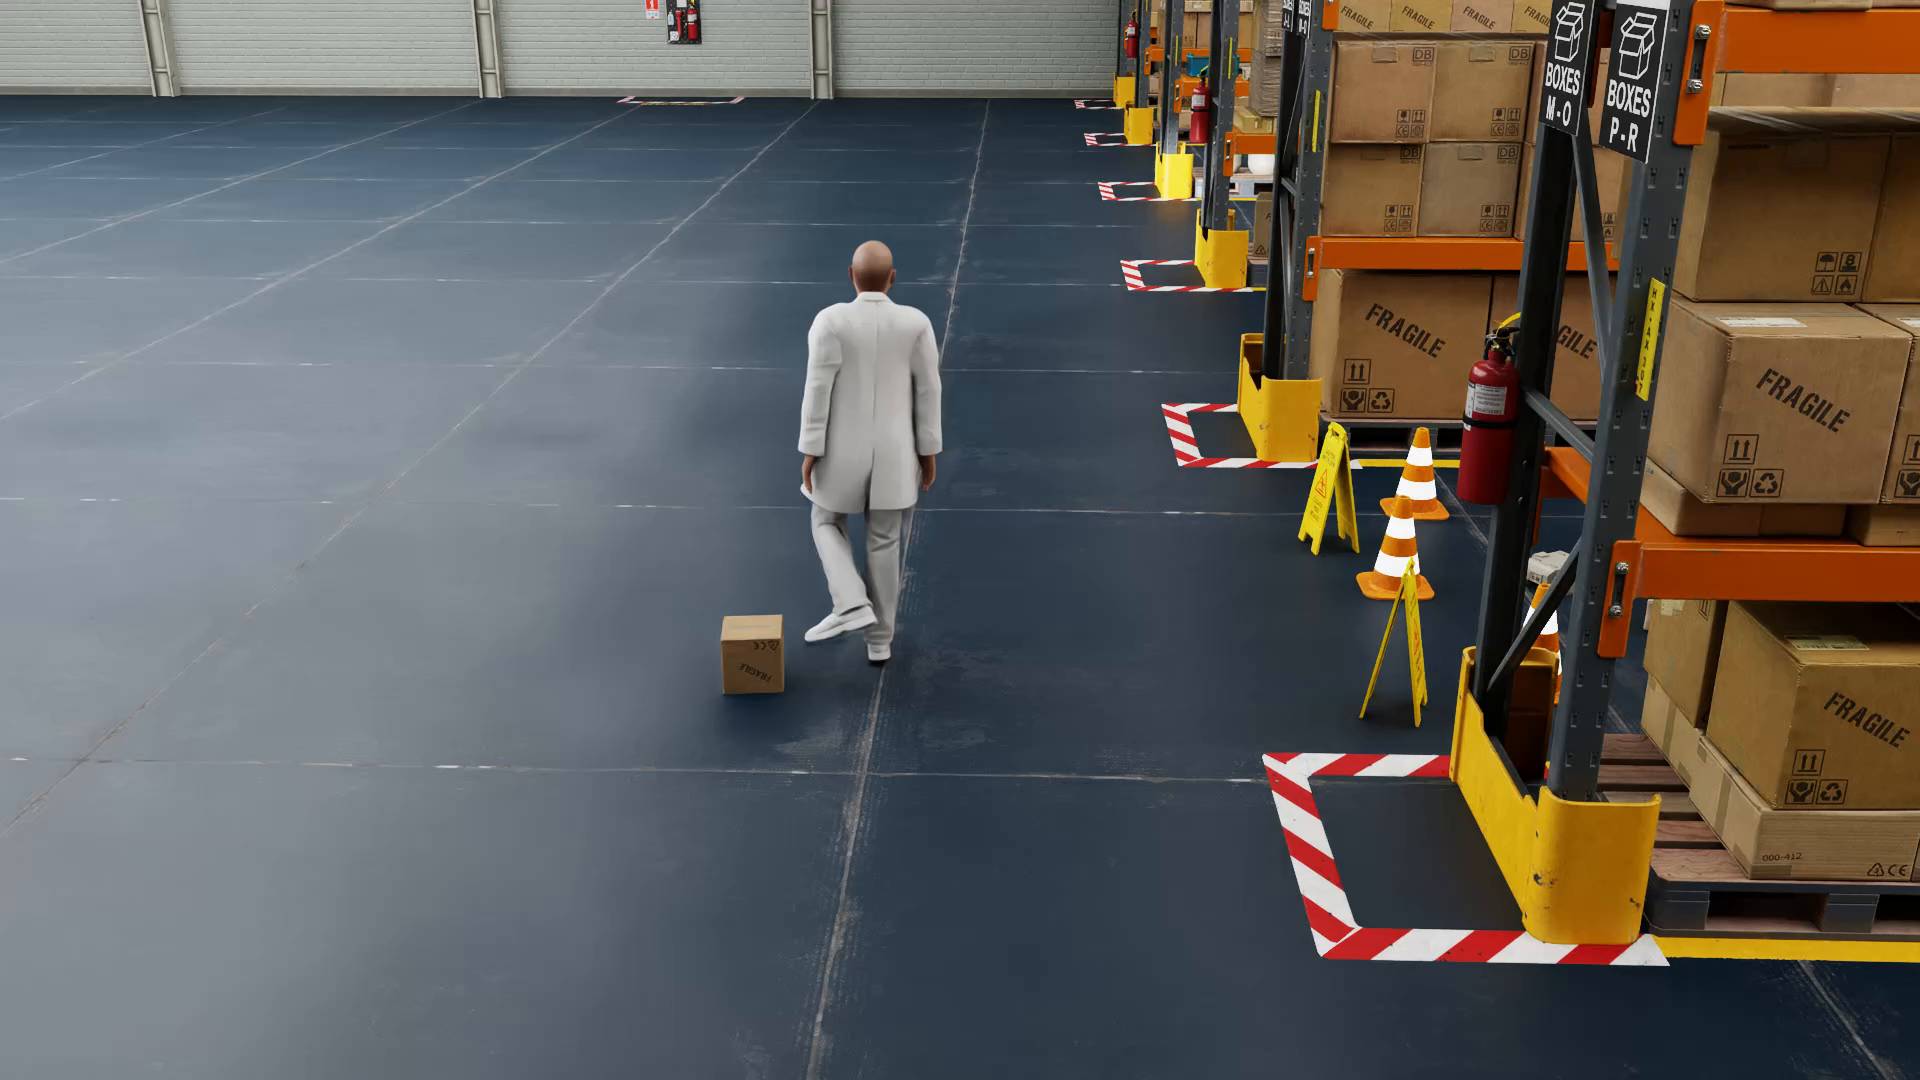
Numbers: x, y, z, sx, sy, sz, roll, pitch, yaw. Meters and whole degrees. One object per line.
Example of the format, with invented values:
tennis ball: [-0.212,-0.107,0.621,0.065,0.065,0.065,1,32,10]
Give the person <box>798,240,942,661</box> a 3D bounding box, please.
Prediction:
person: [-0.377,-0.304,7.042,0.625,1.661,0.554,-4,21,-12]
